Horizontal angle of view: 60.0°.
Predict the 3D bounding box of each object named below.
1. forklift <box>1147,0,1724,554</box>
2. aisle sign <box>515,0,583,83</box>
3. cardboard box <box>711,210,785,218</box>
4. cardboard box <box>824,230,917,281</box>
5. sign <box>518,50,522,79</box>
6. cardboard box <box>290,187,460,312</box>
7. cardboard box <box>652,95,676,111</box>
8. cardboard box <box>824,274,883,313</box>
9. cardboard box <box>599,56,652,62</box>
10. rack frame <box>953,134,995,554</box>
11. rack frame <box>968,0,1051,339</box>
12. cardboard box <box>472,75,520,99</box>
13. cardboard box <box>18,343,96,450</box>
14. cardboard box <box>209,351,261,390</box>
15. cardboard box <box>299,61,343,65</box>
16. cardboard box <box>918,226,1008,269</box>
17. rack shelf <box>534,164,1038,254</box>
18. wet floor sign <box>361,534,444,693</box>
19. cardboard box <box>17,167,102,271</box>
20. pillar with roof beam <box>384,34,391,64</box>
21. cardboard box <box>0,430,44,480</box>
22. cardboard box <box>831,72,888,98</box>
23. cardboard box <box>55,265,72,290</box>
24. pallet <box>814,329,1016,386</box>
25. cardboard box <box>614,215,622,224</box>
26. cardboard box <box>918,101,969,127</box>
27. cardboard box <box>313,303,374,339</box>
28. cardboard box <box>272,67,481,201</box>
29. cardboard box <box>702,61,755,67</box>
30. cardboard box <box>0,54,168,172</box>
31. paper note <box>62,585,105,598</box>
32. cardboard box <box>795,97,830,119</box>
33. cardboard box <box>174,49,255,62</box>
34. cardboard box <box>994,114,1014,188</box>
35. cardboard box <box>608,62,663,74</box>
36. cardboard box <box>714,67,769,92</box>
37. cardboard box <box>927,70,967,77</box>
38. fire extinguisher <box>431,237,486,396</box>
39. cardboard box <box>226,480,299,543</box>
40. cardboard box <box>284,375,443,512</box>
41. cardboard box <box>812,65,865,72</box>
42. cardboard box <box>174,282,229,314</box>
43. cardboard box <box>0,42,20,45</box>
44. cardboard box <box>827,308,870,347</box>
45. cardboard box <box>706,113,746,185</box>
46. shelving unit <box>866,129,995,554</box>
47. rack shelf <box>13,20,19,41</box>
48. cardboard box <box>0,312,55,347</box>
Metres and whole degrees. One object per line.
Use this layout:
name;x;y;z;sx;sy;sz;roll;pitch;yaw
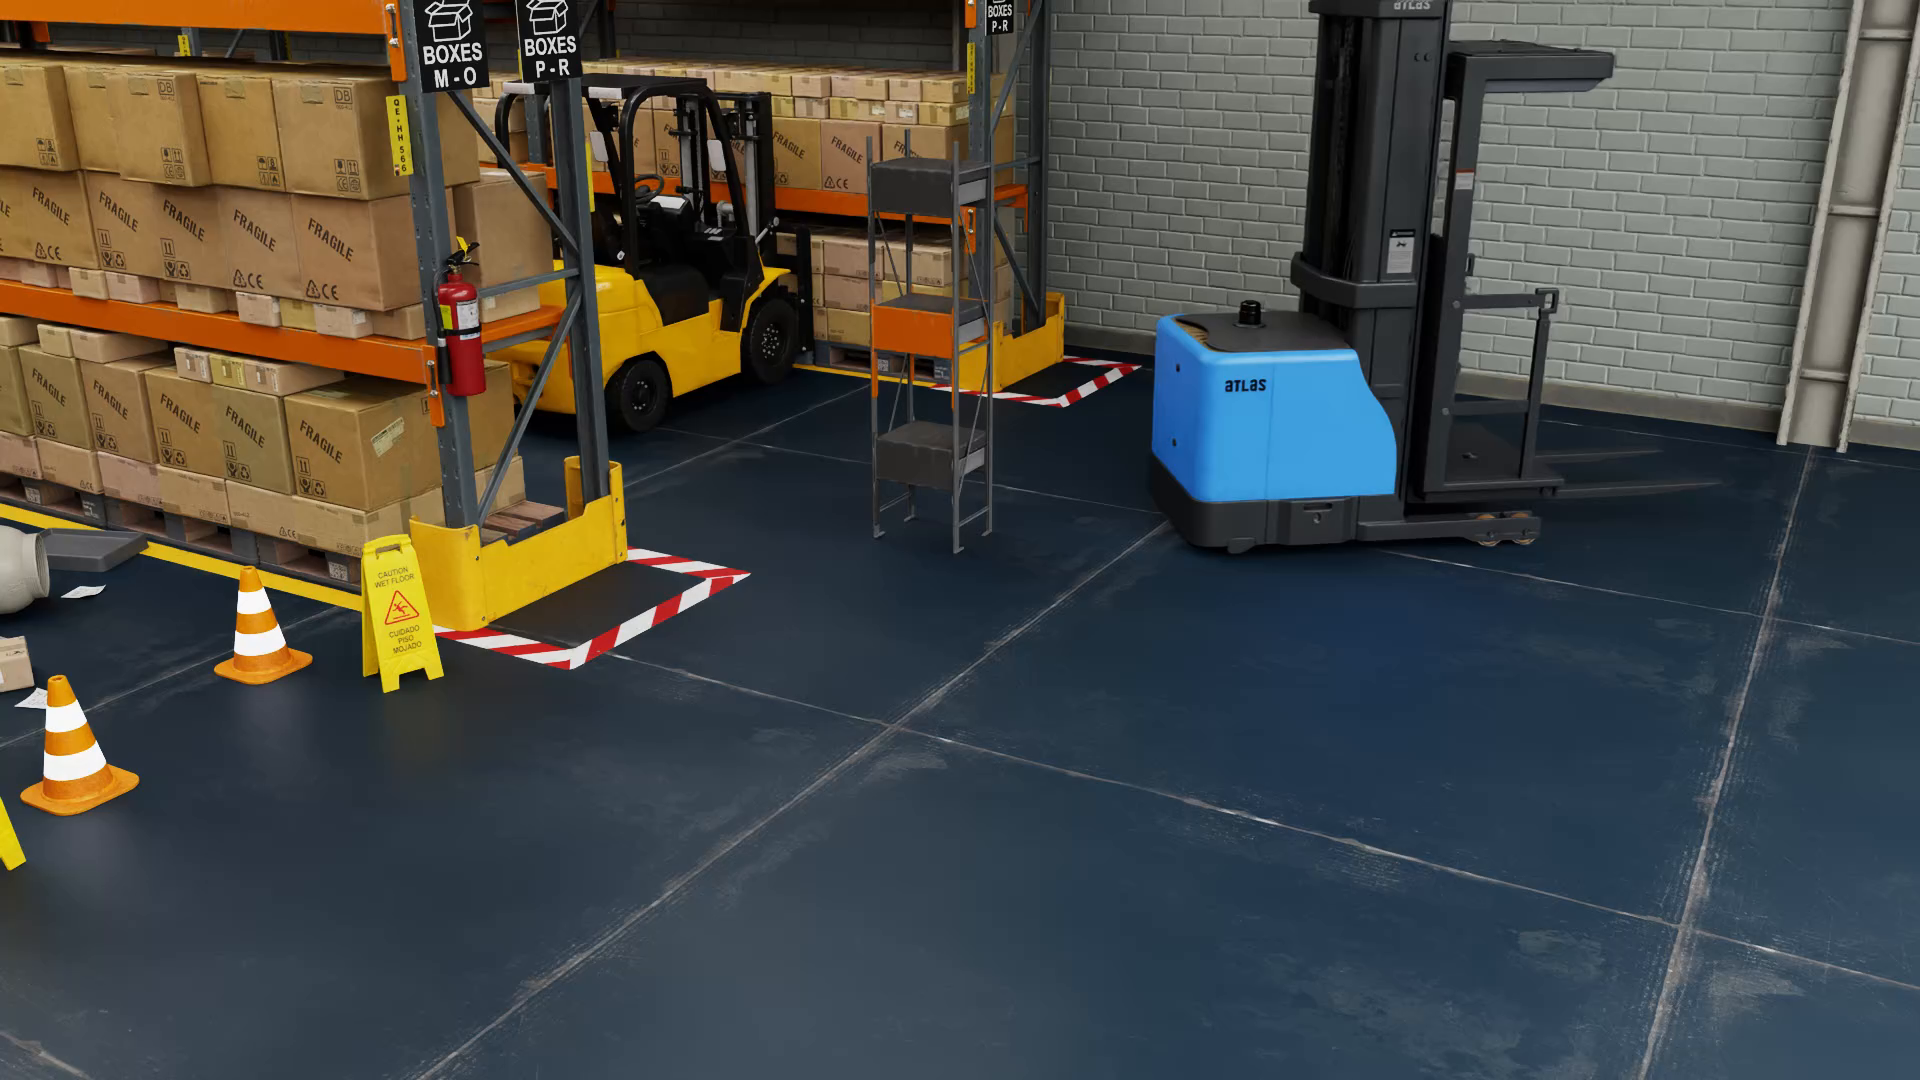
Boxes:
forklift;2.623;-1.519;8.753;3.031;2.935;1.130;-3;20;-8
aisle sign;-1.860;-2.472;7.467;0.004;0.787;0.394;11;23;27
cardboard box;-1.731;-2.494;13.291;0.500;0.250;0.500;11;23;28
cardboard box;-0.650;-2.088;12.171;0.500;0.250;0.500;11;23;28
sign;-3.396;-3.655;12.960;0.005;0.325;0.100;11;23;27
cardboard box;-2.673;-1.363;7.640;0.500;0.500;0.500;10;22;26
cardboard box;-2.114;-3.347;12.595;0.250;0.149;0.380;11;22;27
cardboard box;-0.657;-1.860;12.277;0.500;0.250;0.500;11;22;27
cardboard box;-2.713;-3.840;13.517;0.250;0.149;0.380;11;23;27
rack frame;0.069;-0.974;8.471;0.015;2.100;0.400;11;23;27
rack frame;0.353;-2.646;11.760;0.127;3.000;1.000;11;23;27
cardboard box;-3.780;-3.691;13.544;0.250;0.149;0.380;10;22;27
cardboard box;-4.701;-0.826;9.060;0.500;0.500;0.500;12;23;29
cardboard box;-3.463;-0.869;8.228;0.250;0.149;0.380;11;23;28
cardboard box;-5.770;-4.263;15.120;0.250;0.149;0.380;11;23;27
cardboard box;0.025;-2.157;12.363;0.500;0.250;0.500;10;22;26
rack shelf;-1.394;-2.640;12.800;4.000;0.370;1.077;11;23;27
wet floor sign;-2.421;0.289;7.121;0.267;0.644;0.232;-16;26;-38
cardboard box;-4.427;-1.699;8.568;0.500;0.500;0.500;11;22;27
pillar with roof beam;-7.153;-5.566;11.014;0.400;9.000;9.100;11;23;27
cardboard box;-5.174;-0.559;9.424;0.500;0.250;0.500;10;22;25
cardboard box;-0.716;-3.265;11.933;0.250;0.149;0.380;11;23;28
cardboard box;-4.499;-1.419;8.745;0.250;0.149;0.380;11;23;27
pallet;-0.336;-1.450;12.552;1.213;0.211;1.003;11;23;27
cardboard box;-2.429;-2.424;13.099;0.500;0.250;0.500;11;23;27
cardboard box;-0.087;-2.972;11.561;0.250;0.149;0.380;11;23;28
cardboard box;-2.771;-1.057;7.749;0.250;0.149;0.380;10;22;27
cardboard box;-2.617;-1.844;7.501;0.500;0.500;0.700;10;22;26
cardboard box;-1.811;-3.673;13.059;0.250;0.149;0.380;10;22;26
cardboard box;-4.418;-2.169;8.396;0.500;0.500;0.700;10;22;26
paper note;-4.286;0.248;8.136;0.148;0.019;0.142;3;20;9
cardboard box;-0.988;-3.142;12.030;0.250;0.149;0.380;10;22;26
cardboard box;-7.005;-4.353;15.703;0.500;0.500;0.500;12;23;30
cardboard box;0.055;-2.858;12.198;0.500;0.500;0.500;12;23;29
cardboard box;-2.507;-3.605;12.871;0.250;0.149;0.380;10;22;26
cardboard box;-1.616;-3.435;12.401;0.250;0.149;0.380;11;23;28
cardboard box;-0.038;-3.320;12.084;0.250;0.149;0.380;12;23;29
fire extinguisher;-2.190;-0.975;7.267;0.183;0.674;0.296;11;23;27
cardboard box;-3.350;-0.215;8.476;0.500;0.250;0.500;11;23;27
cardboard box;-2.892;-0.480;8.107;0.500;0.500;0.500;11;23;28
cardboard box;-0.918;-3.505;12.595;0.250;0.149;0.380;10;22;26
cardboard box;-3.647;-1.240;8.252;0.250;0.149;0.380;11;22;27
cardboard box;-9.811;-4.739;16.768;0.500;0.500;0.700;11;23;29
cardboard box;-0.641;-1.620;12.349;0.500;0.250;0.500;11;23;27
cardboard box;-1.545;-2.951;12.455;0.500;0.500;0.500;11;23;28
shelving unit;-0.144;-1.015;8.583;0.503;2.100;0.431;11;23;27
rack shelf;-7.303;-3.237;10.047;4.000;0.370;1.077;11;23;27
cardboard box;-5.094;-1.178;9.079;0.250;0.149;0.380;11;23;28
